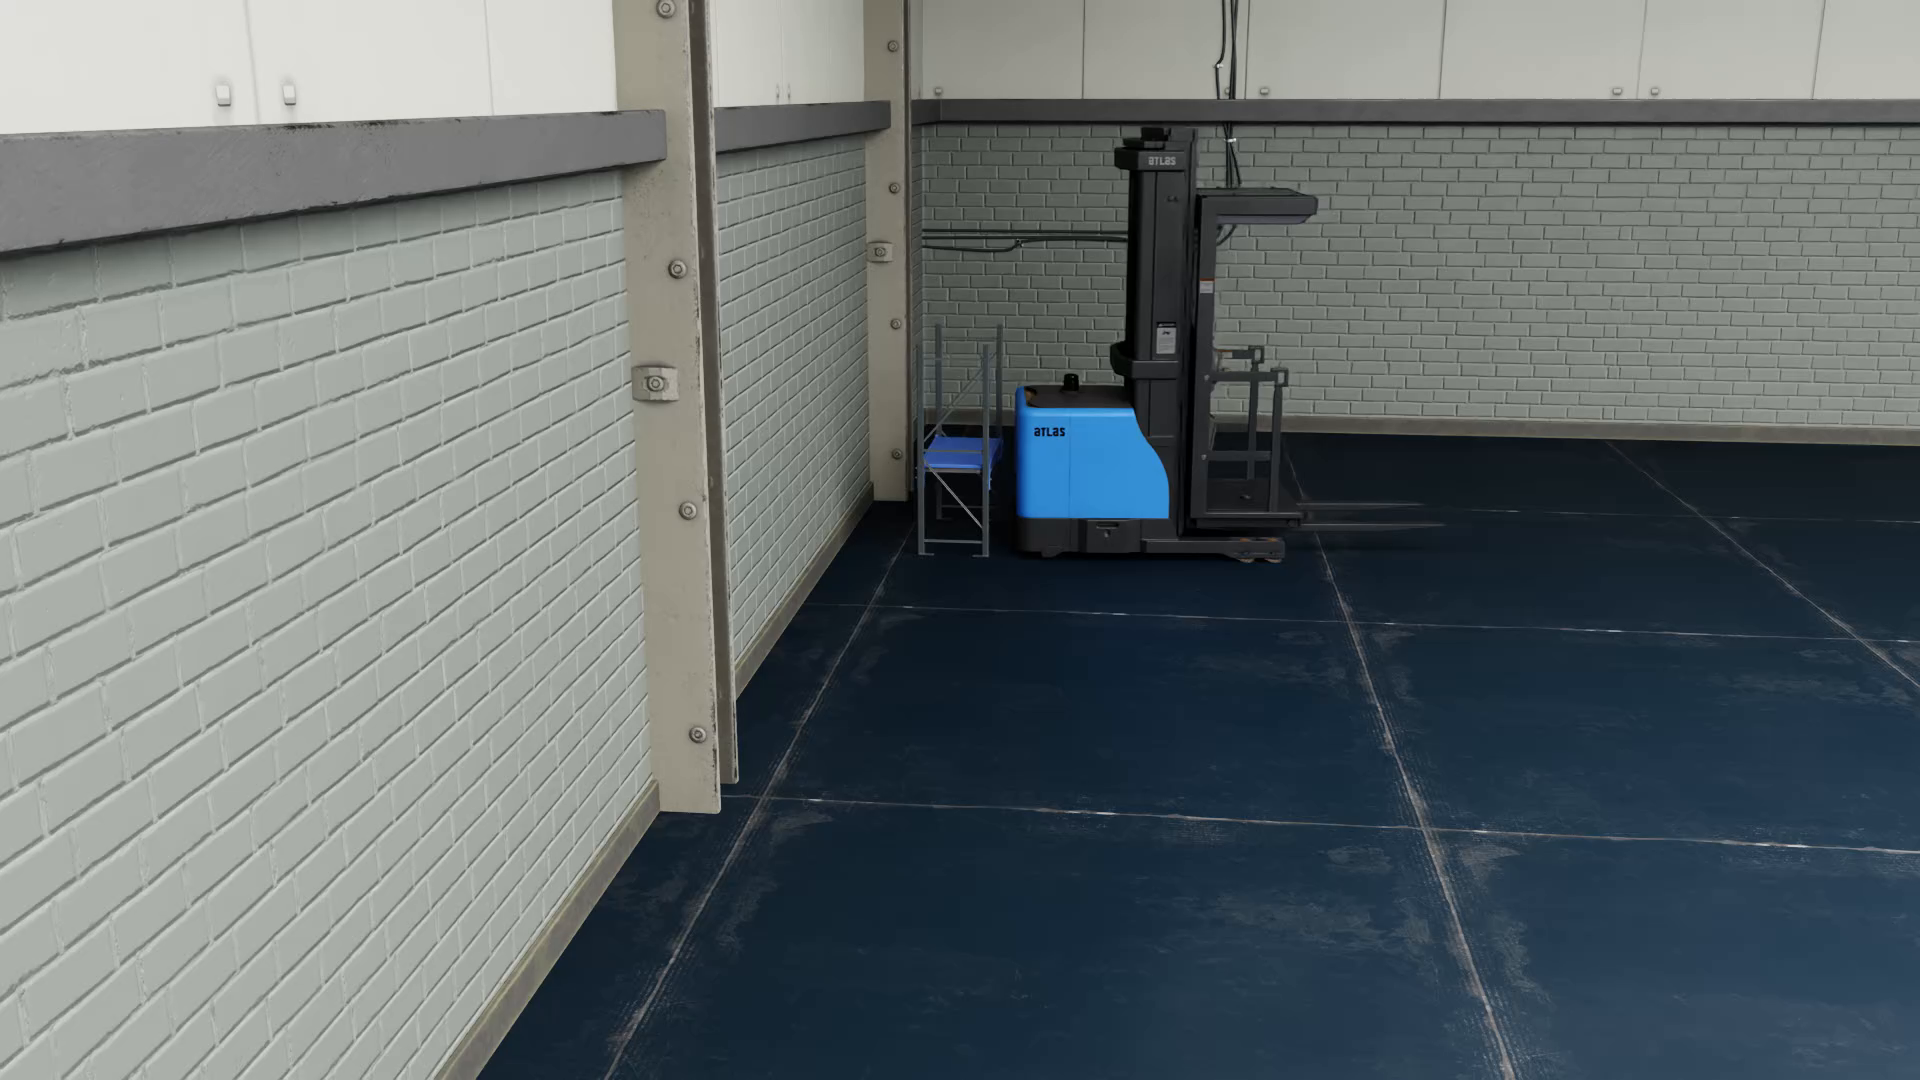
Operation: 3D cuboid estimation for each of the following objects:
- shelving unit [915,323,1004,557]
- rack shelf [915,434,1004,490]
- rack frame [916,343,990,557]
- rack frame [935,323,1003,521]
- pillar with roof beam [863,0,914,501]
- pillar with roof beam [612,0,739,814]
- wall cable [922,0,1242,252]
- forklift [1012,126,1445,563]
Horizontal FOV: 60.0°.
[{"bbox_3d":[0.010,-0.746,12.048,0.538,1.500,1.048,2,15,6],"label":"shelving unit"},{"bbox_3d":[0.010,-0.572,12.095,0.538,0.185,1.000,2,15,6],"label":"rack shelf"},{"bbox_3d":[-0.048,-0.614,11.561,0.500,1.500,0.032,2,15,6],"label":"rack frame"},{"bbox_3d":[0.067,-0.878,12.536,0.500,1.500,0.032,2,15,6],"label":"rack frame"},{"bbox_3d":[3.724,-4.585,11.879,9.100,9.000,0.400,2,15,6],"label":"pillar with roof beam"},{"bbox_3d":[3.047,-3.029,6.124,9.100,9.000,0.400,2,15,6],"label":"pillar with roof beam"},{"bbox_3d":[1.093,-3.938,15.435,3.097,2.526,0.112,2,15,6],"label":"wall cable"},{"bbox_3d":[1.904,-1.396,11.711,3.031,2.935,1.130,0,15,1],"label":"forklift"}]
